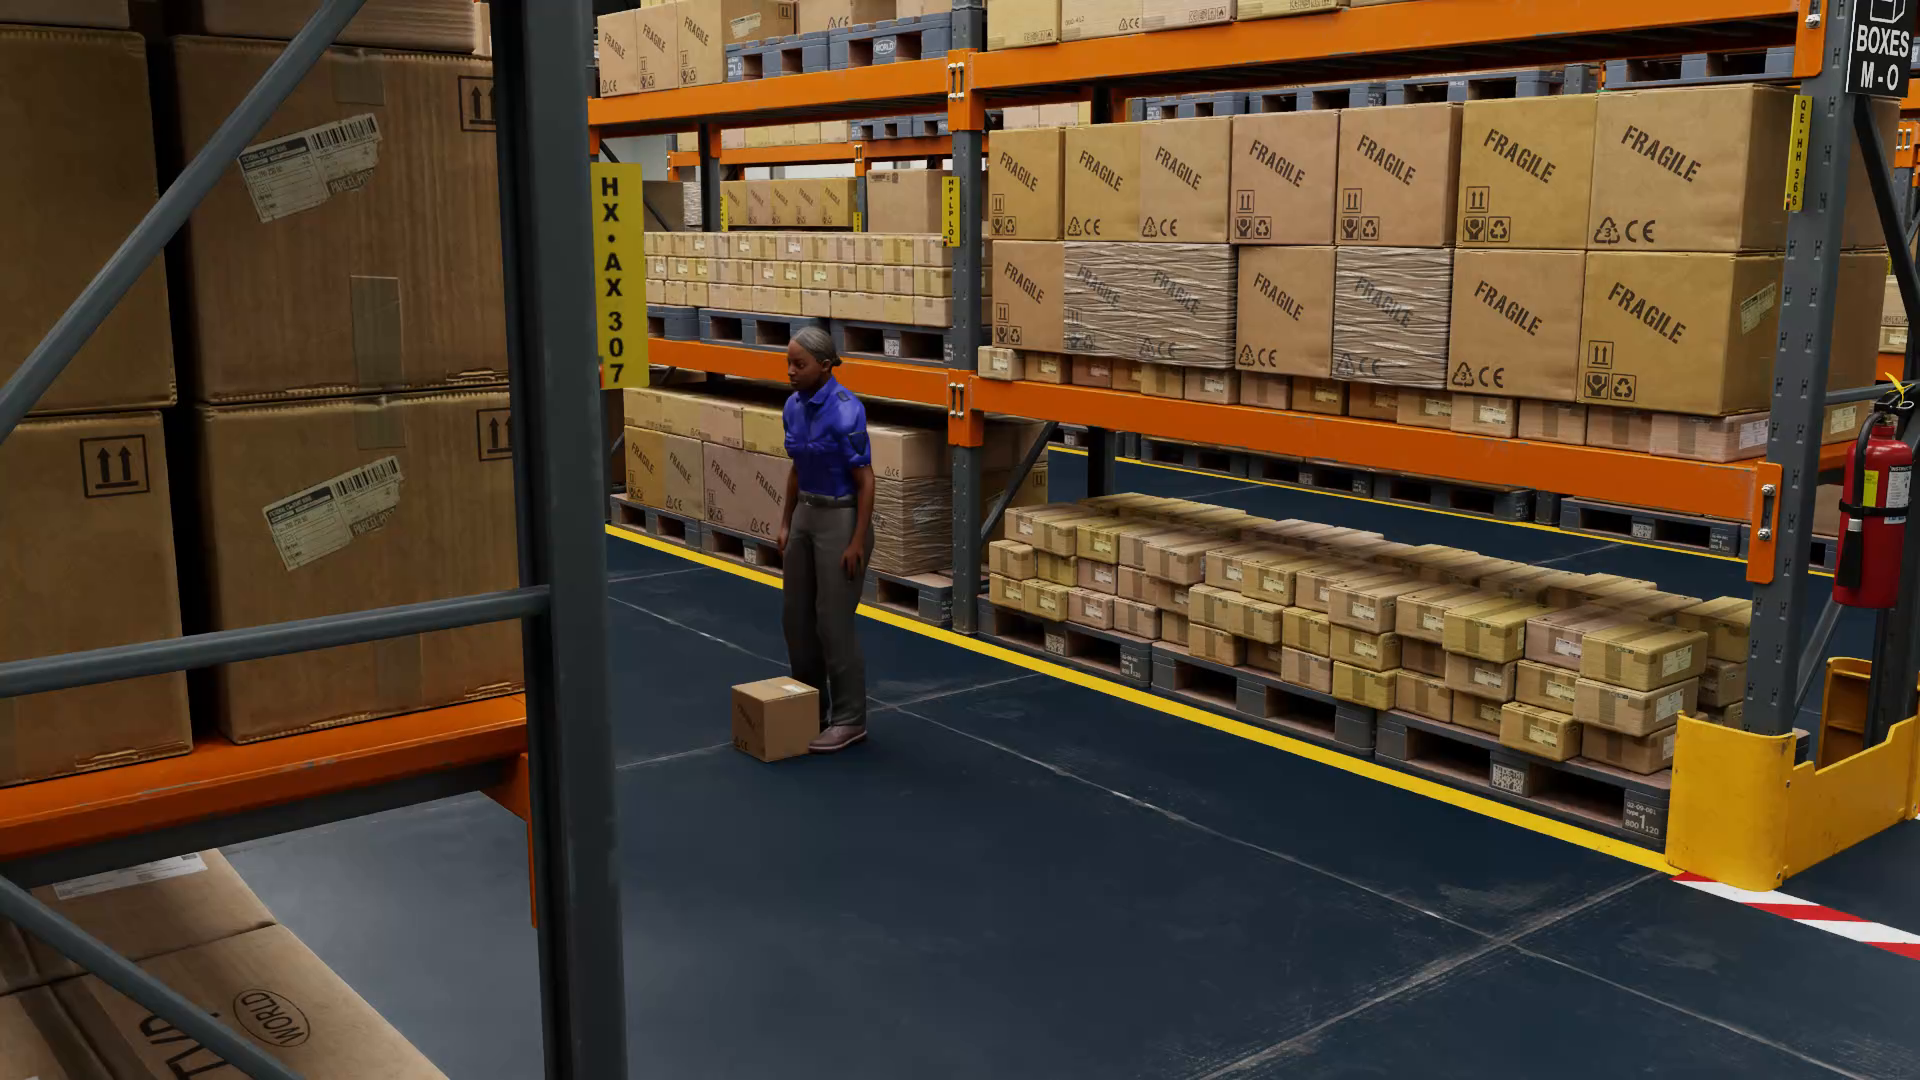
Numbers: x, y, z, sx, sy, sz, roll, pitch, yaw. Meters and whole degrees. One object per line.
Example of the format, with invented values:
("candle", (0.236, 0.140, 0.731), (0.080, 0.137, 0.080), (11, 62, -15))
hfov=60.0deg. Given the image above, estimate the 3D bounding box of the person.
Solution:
("person", (-0.546, -0.017, 6.539), (0.352, 1.654, 0.525), (-10, 15, -41))
